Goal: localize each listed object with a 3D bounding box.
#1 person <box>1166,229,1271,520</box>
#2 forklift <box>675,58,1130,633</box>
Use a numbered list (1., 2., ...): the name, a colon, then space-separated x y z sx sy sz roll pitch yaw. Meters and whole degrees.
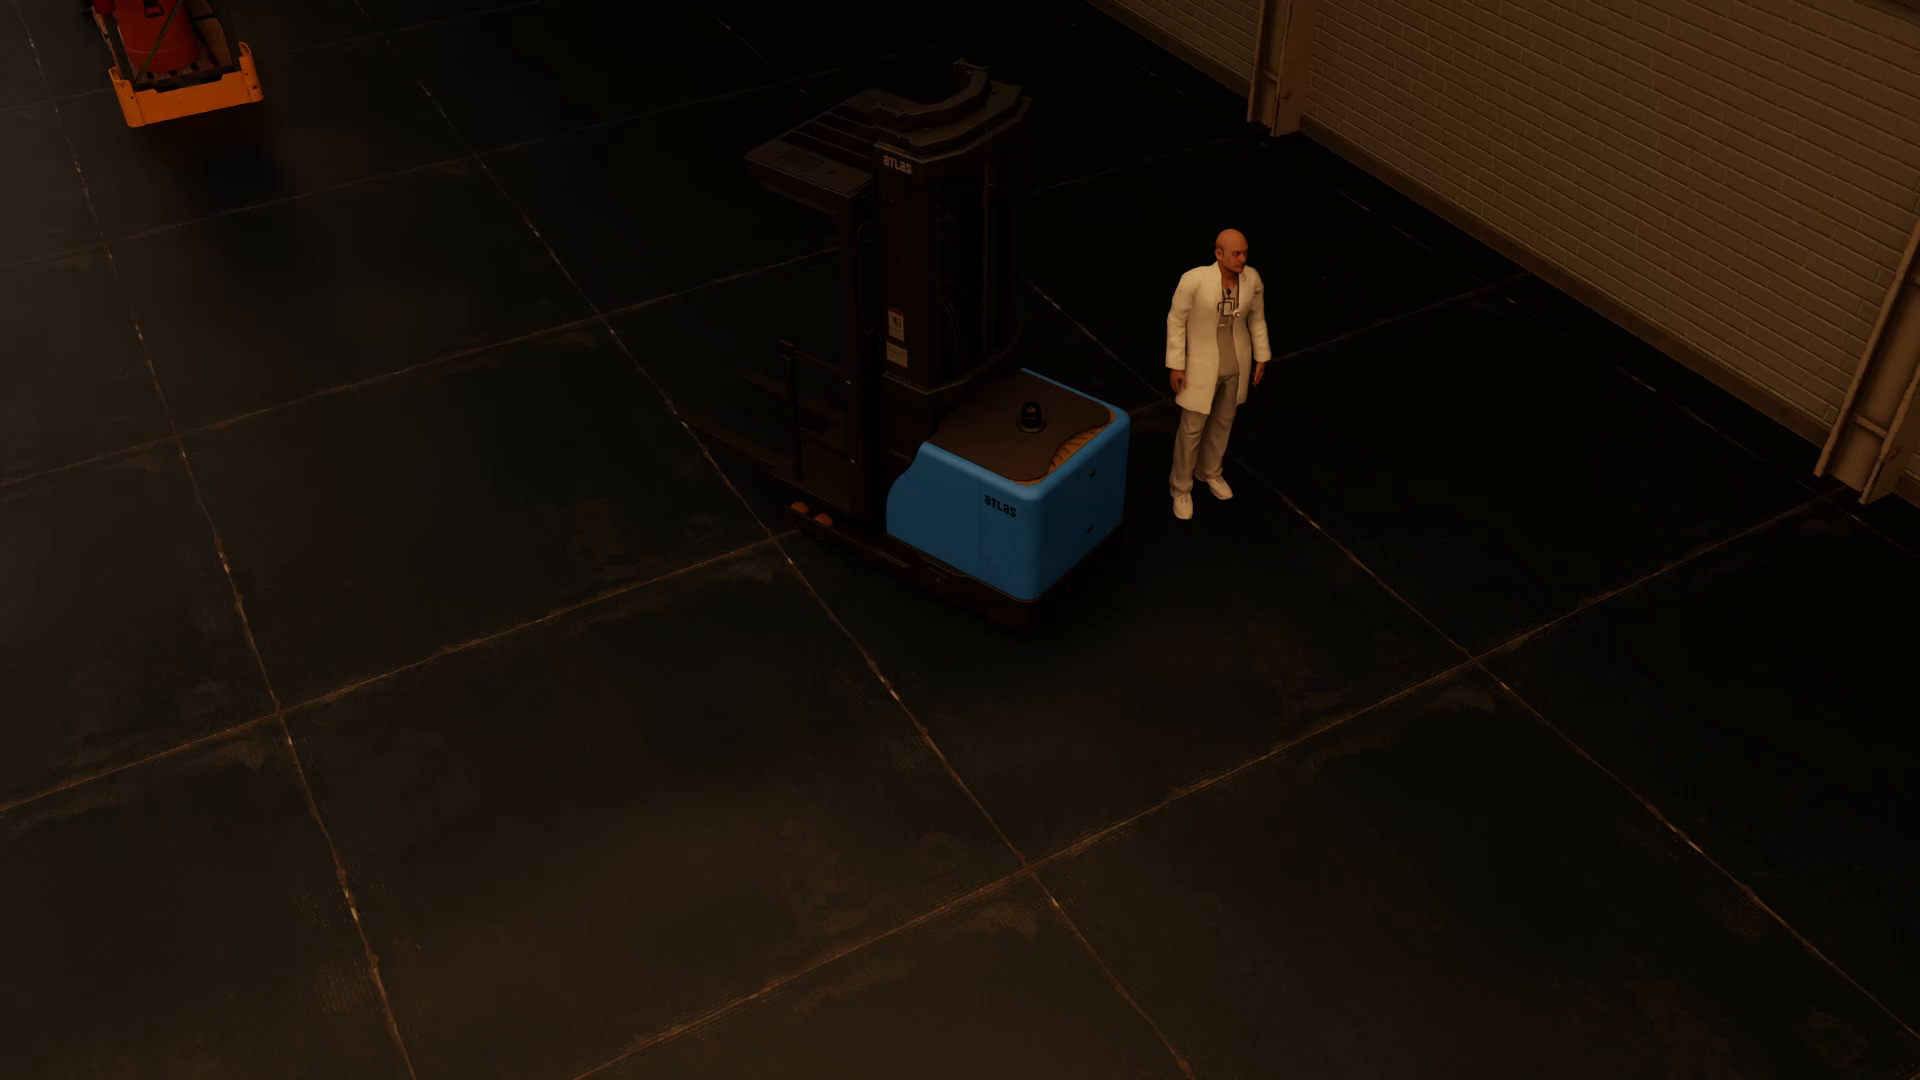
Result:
1. person: 1.604 -1.016 10.153 0.695 1.775 0.580 -11 41 -13
2. forklift: -0.481 -1.366 9.683 3.031 2.935 1.130 26 46 28
